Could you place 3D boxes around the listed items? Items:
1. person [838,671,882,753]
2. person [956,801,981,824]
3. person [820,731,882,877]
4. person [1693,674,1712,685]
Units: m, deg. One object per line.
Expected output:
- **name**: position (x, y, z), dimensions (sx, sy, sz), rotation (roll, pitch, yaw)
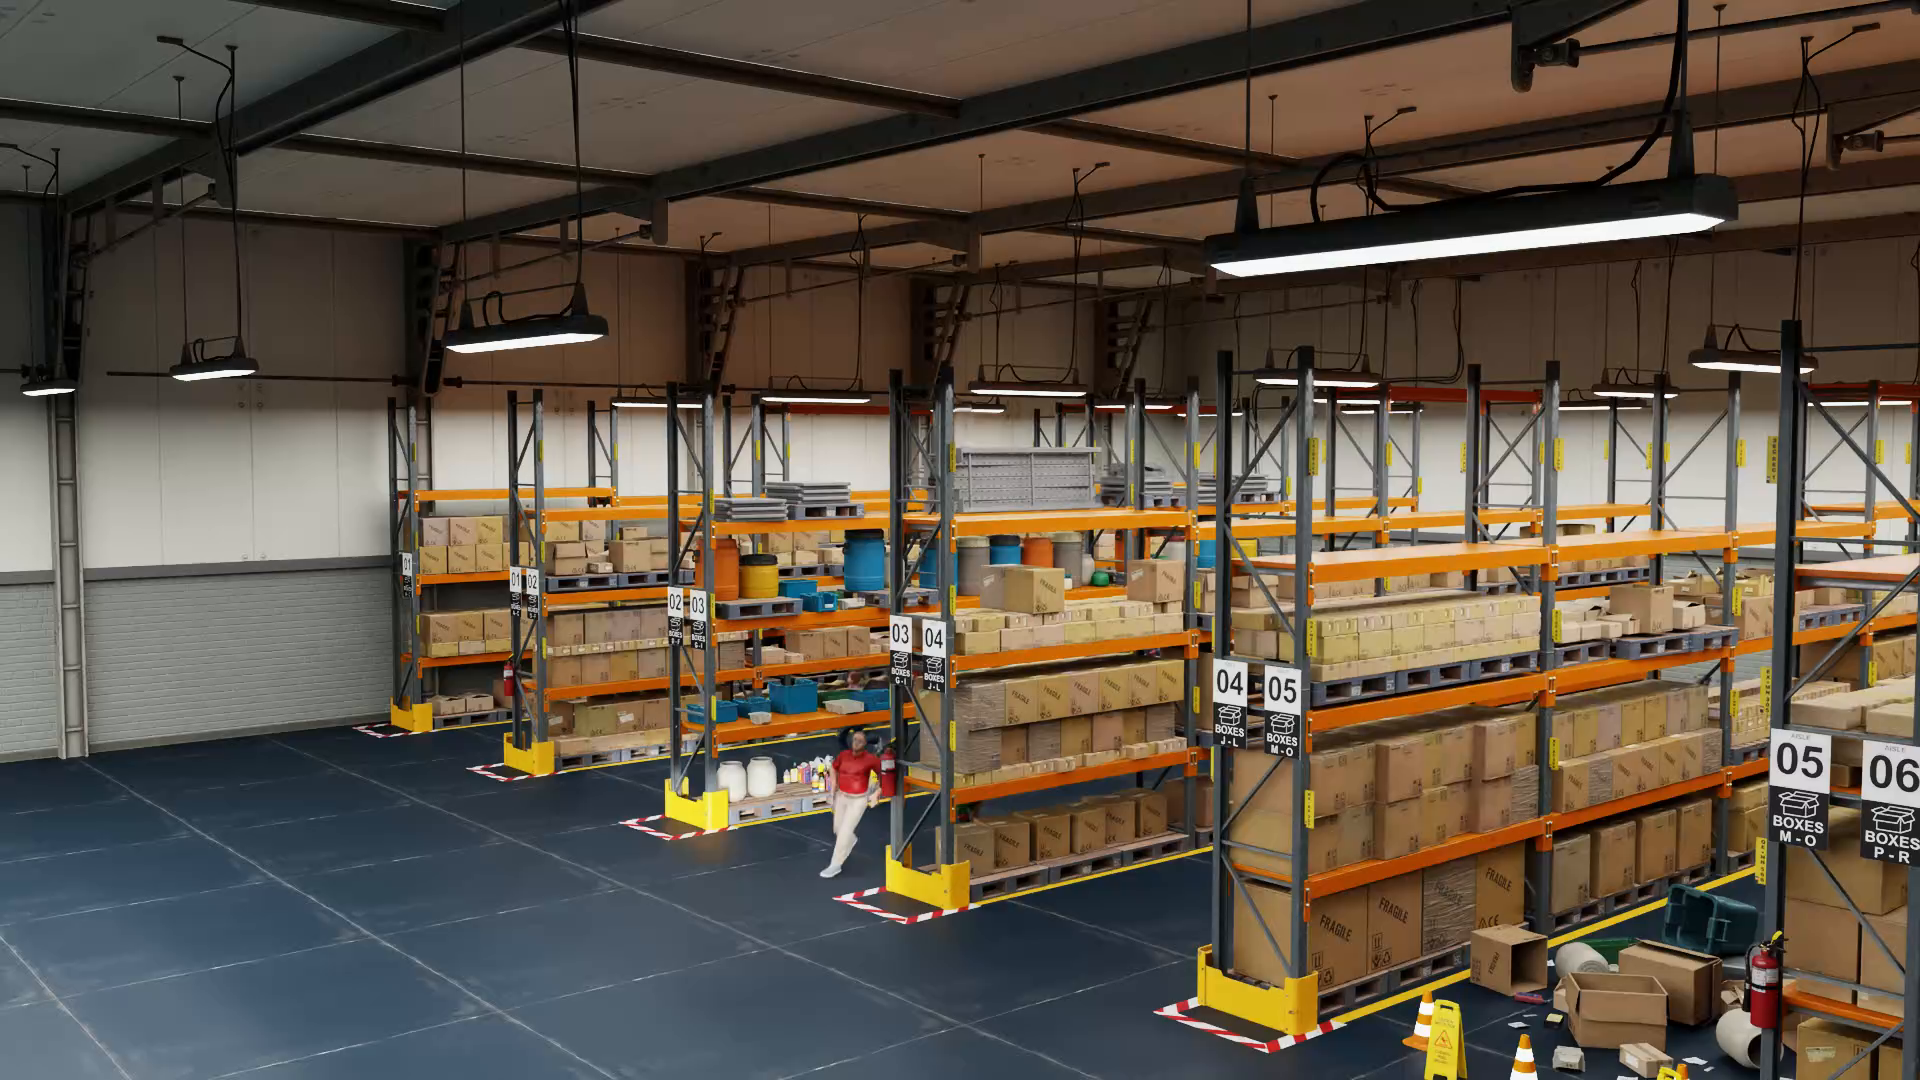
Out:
- **person**: position (-1.645, 2.862, 26.467), dimensions (0.853, 1.569, 0.530), rotation (-3, 4, -38)
- **person**: position (0.114, 3.032, 21.847), dimensions (0.670, 1.752, 0.611), rotation (3, 4, 40)
- **person**: position (-1.281, 3.146, 20.021), dimensions (0.730, 1.687, 0.952), rotation (2, 4, 25)
- **person**: position (10.815, 2.862, 24.284), dimensions (0.926, 1.823, 0.667), rotation (-2, 4, -35)
